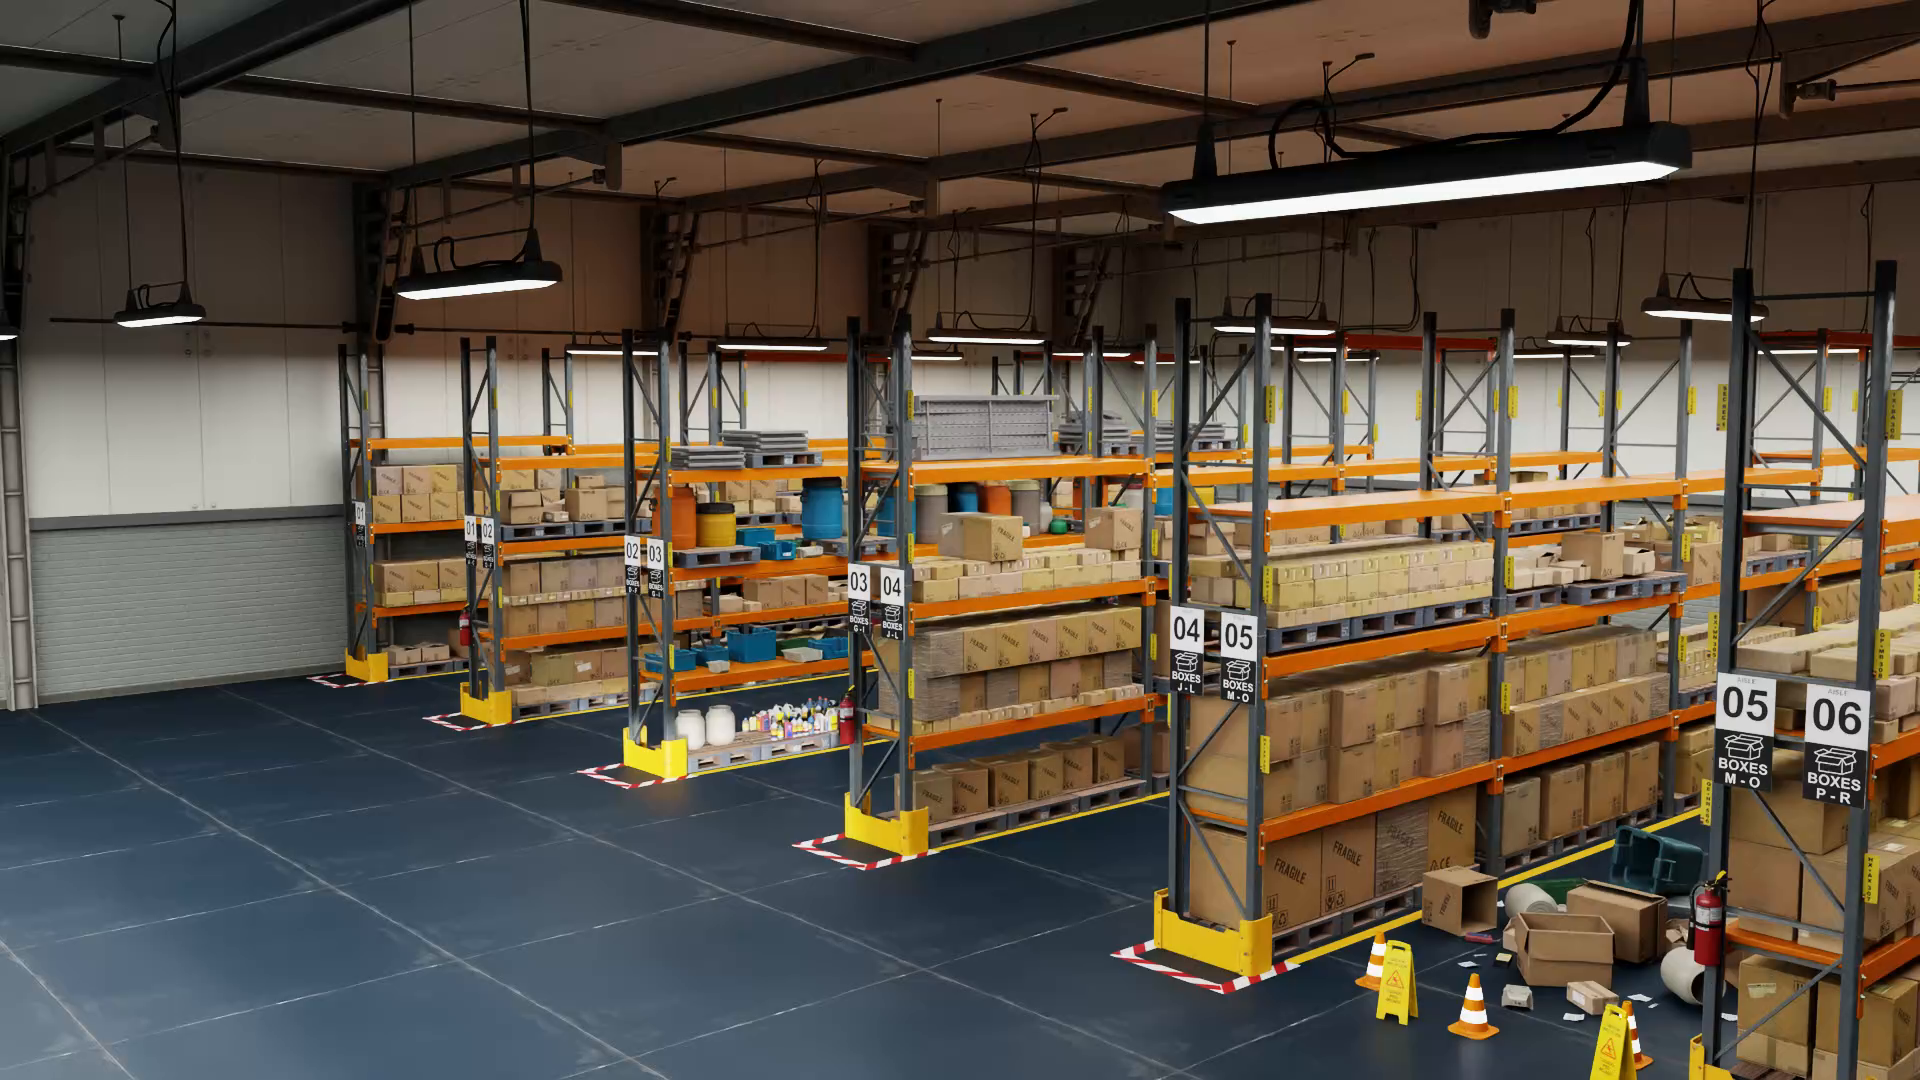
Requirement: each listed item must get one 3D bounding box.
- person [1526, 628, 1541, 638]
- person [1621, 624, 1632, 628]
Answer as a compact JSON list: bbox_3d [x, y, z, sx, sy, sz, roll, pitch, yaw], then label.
[{"bbox_3d":[8.357,2.123,24.272,0.545,1.738,0.404,-3,6,-32],"label":"person"},{"bbox_3d":[10.348,2.063,25.925,0.873,1.545,0.497,-5,7,-42],"label":"person"}]
